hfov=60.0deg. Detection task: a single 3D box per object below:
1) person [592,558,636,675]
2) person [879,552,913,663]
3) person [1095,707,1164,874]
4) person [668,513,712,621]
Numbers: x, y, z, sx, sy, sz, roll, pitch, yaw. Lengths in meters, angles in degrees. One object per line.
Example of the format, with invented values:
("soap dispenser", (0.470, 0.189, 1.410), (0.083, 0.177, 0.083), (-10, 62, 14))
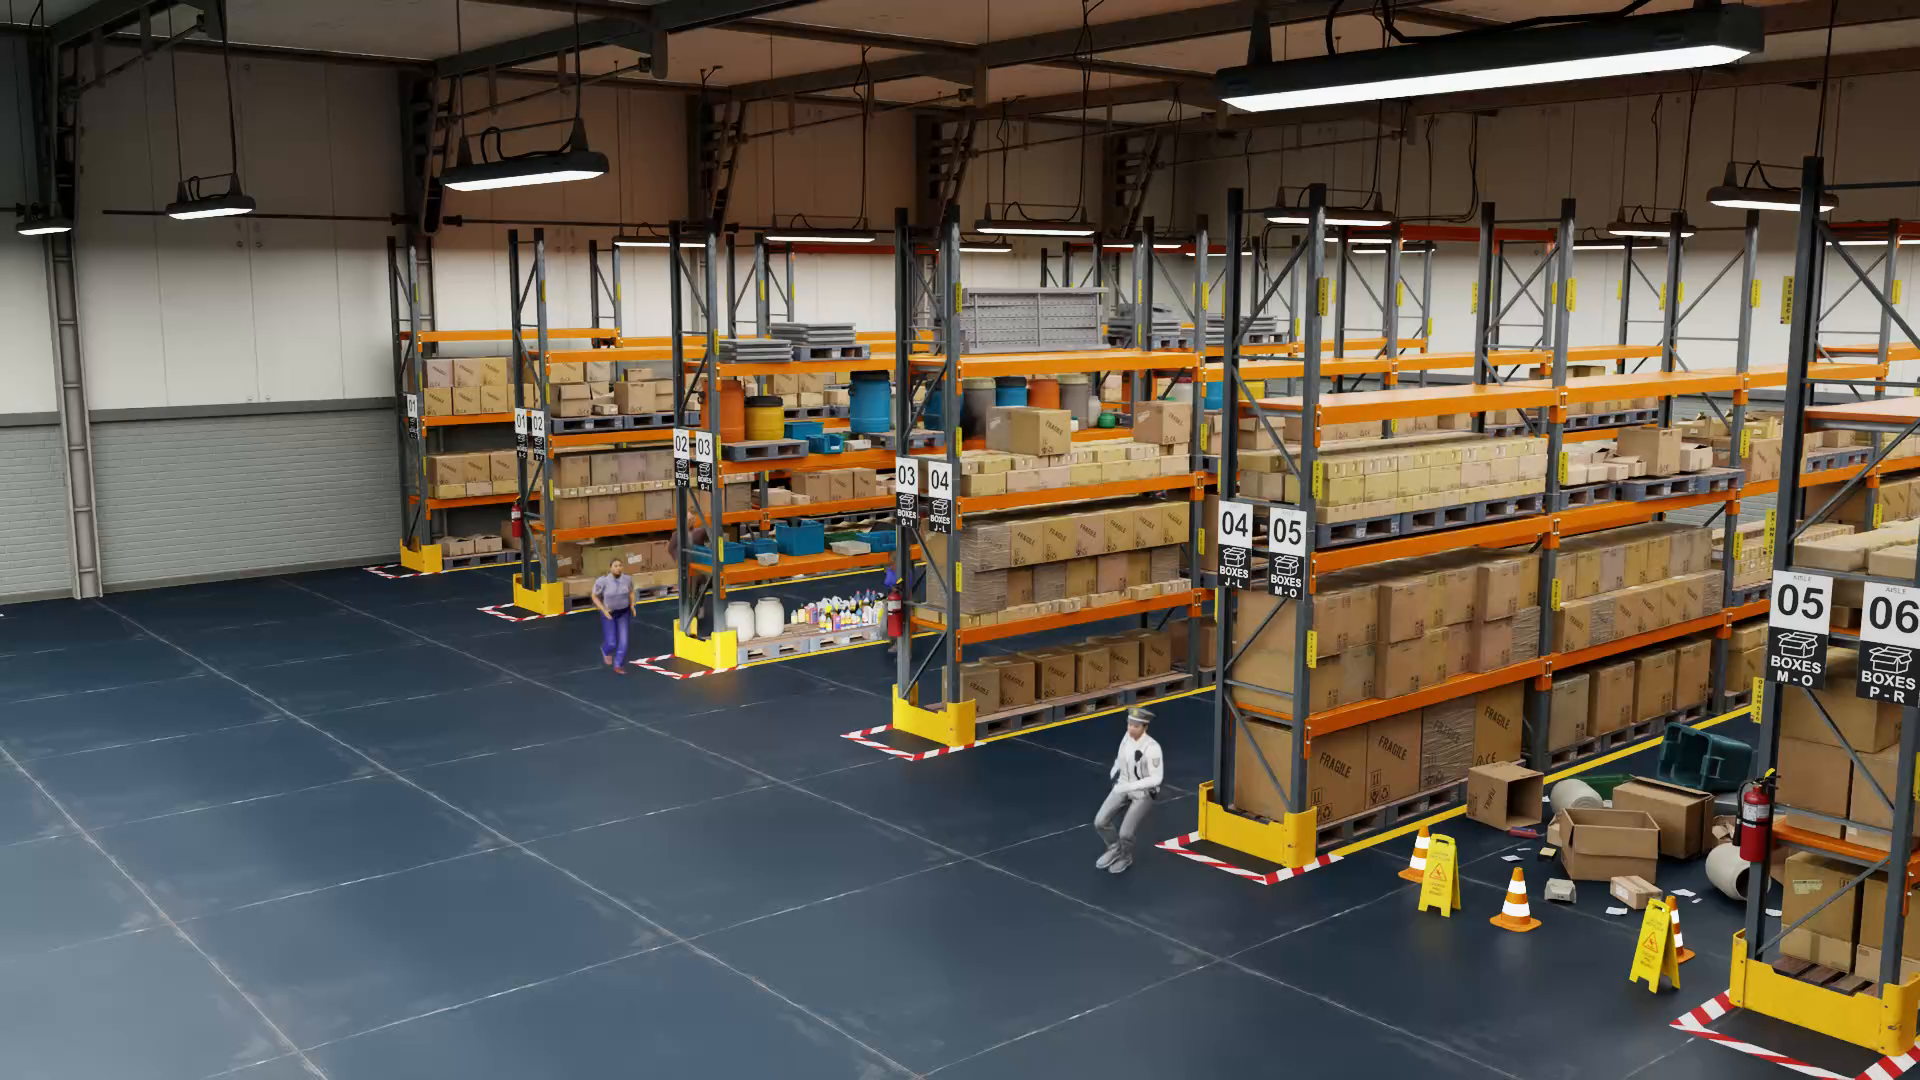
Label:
("person", (-4.628, 1.001, 22.224), (0.606, 1.569, 0.588), (-4, 10, -27))
("person", (-0.822, 0.907, 22.704), (0.712, 1.571, 0.601), (8, 12, 42))
("person", (1.467, 2.198, 14.426), (0.764, 1.596, 0.660), (7, 11, 39))
("person", (-4.059, 0.423, 25.351), (0.694, 1.743, 0.960), (2, 9, 11))
